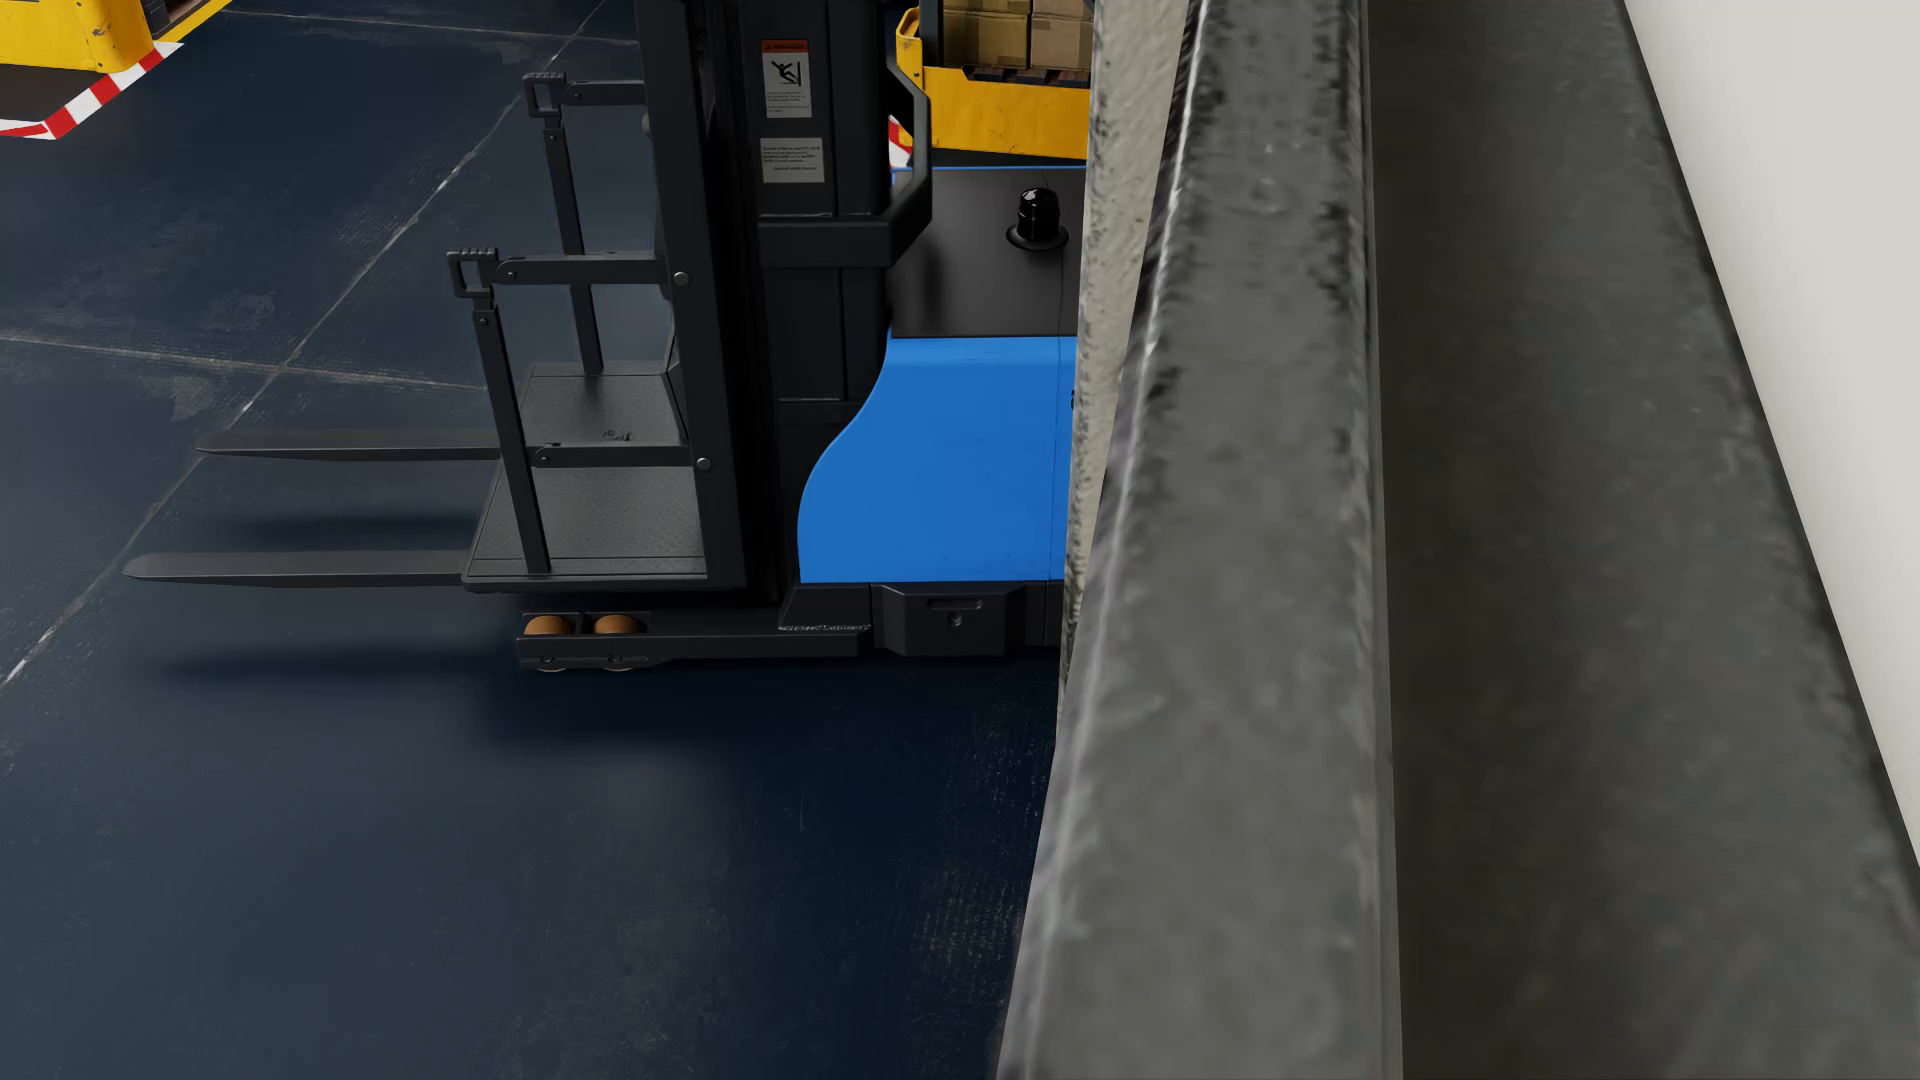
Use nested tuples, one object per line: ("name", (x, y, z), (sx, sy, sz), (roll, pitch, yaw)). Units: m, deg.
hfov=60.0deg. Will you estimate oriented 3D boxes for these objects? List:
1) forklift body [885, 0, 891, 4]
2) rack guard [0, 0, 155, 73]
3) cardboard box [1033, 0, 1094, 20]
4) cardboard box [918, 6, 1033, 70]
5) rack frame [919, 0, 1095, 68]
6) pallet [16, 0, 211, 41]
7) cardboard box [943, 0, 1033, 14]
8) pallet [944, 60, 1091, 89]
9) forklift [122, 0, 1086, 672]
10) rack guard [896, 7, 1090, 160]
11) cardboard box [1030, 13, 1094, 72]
("forklift body", (-1.142, -4.024, 8.429), (2.313, 2.155, 1.214), (6, 40, 8))
("rack guard", (-4.550, -2.589, 7.989), (1.175, 0.500, 0.348), (6, 40, 8))
("cardboard box", (0.613, -2.527, 7.388), (0.500, 0.250, 0.500), (7, 40, 8))
("cardboard box", (0.097, -2.391, 7.617), (0.500, 0.250, 0.500), (7, 40, 8))
("rack frame", (0.327, -2.960, 6.476), (1.000, 3.000, 0.127), (6, 40, 8))
("pallet", (-4.374, -2.984, 8.693), (1.003, 0.211, 1.213), (6, 40, 8))
("cardboard box", (0.103, -2.594, 7.470), (0.500, 0.250, 0.500), (6, 40, 7))
("pallet", (0.418, -2.370, 7.950), (1.003, 0.211, 1.213), (6, 40, 8))
("forklift", (-0.904, -1.090, 4.269), (3.031, 2.935, 1.130), (-1, 40, -1))
("rack guard", (0.323, -1.981, 7.254), (1.175, 0.500, 0.348), (6, 40, 8))
("cardboard box", (0.604, -2.348, 7.565), (0.500, 0.250, 0.500), (7, 40, 8))
